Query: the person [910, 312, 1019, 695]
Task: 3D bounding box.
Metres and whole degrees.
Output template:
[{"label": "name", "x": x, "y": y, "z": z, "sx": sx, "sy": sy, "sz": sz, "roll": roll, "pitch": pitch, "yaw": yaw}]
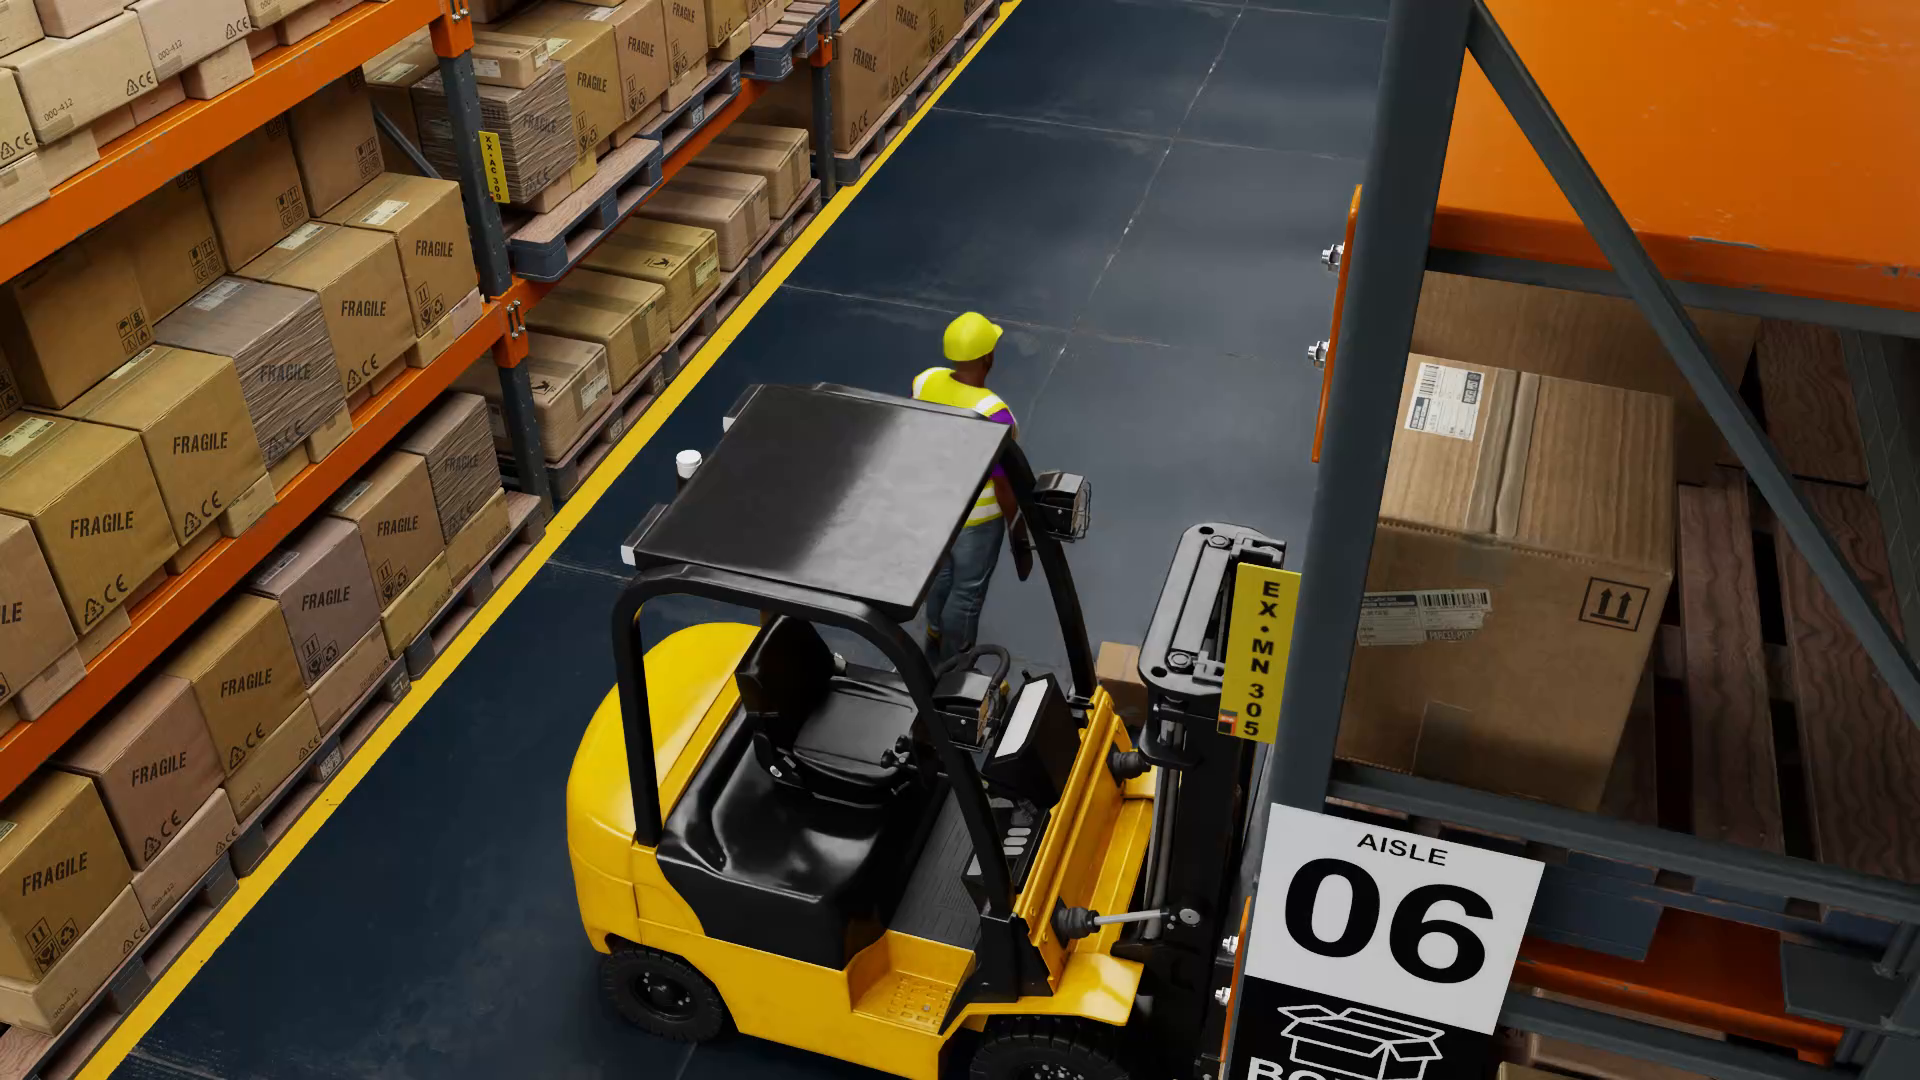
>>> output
[{"label": "person", "x": 0.021, "y": -0.180, "z": 7.074, "sx": 0.463, "sy": 1.764, "sz": 0.677, "roll": -26, "pitch": 44, "yaw": -30}]
